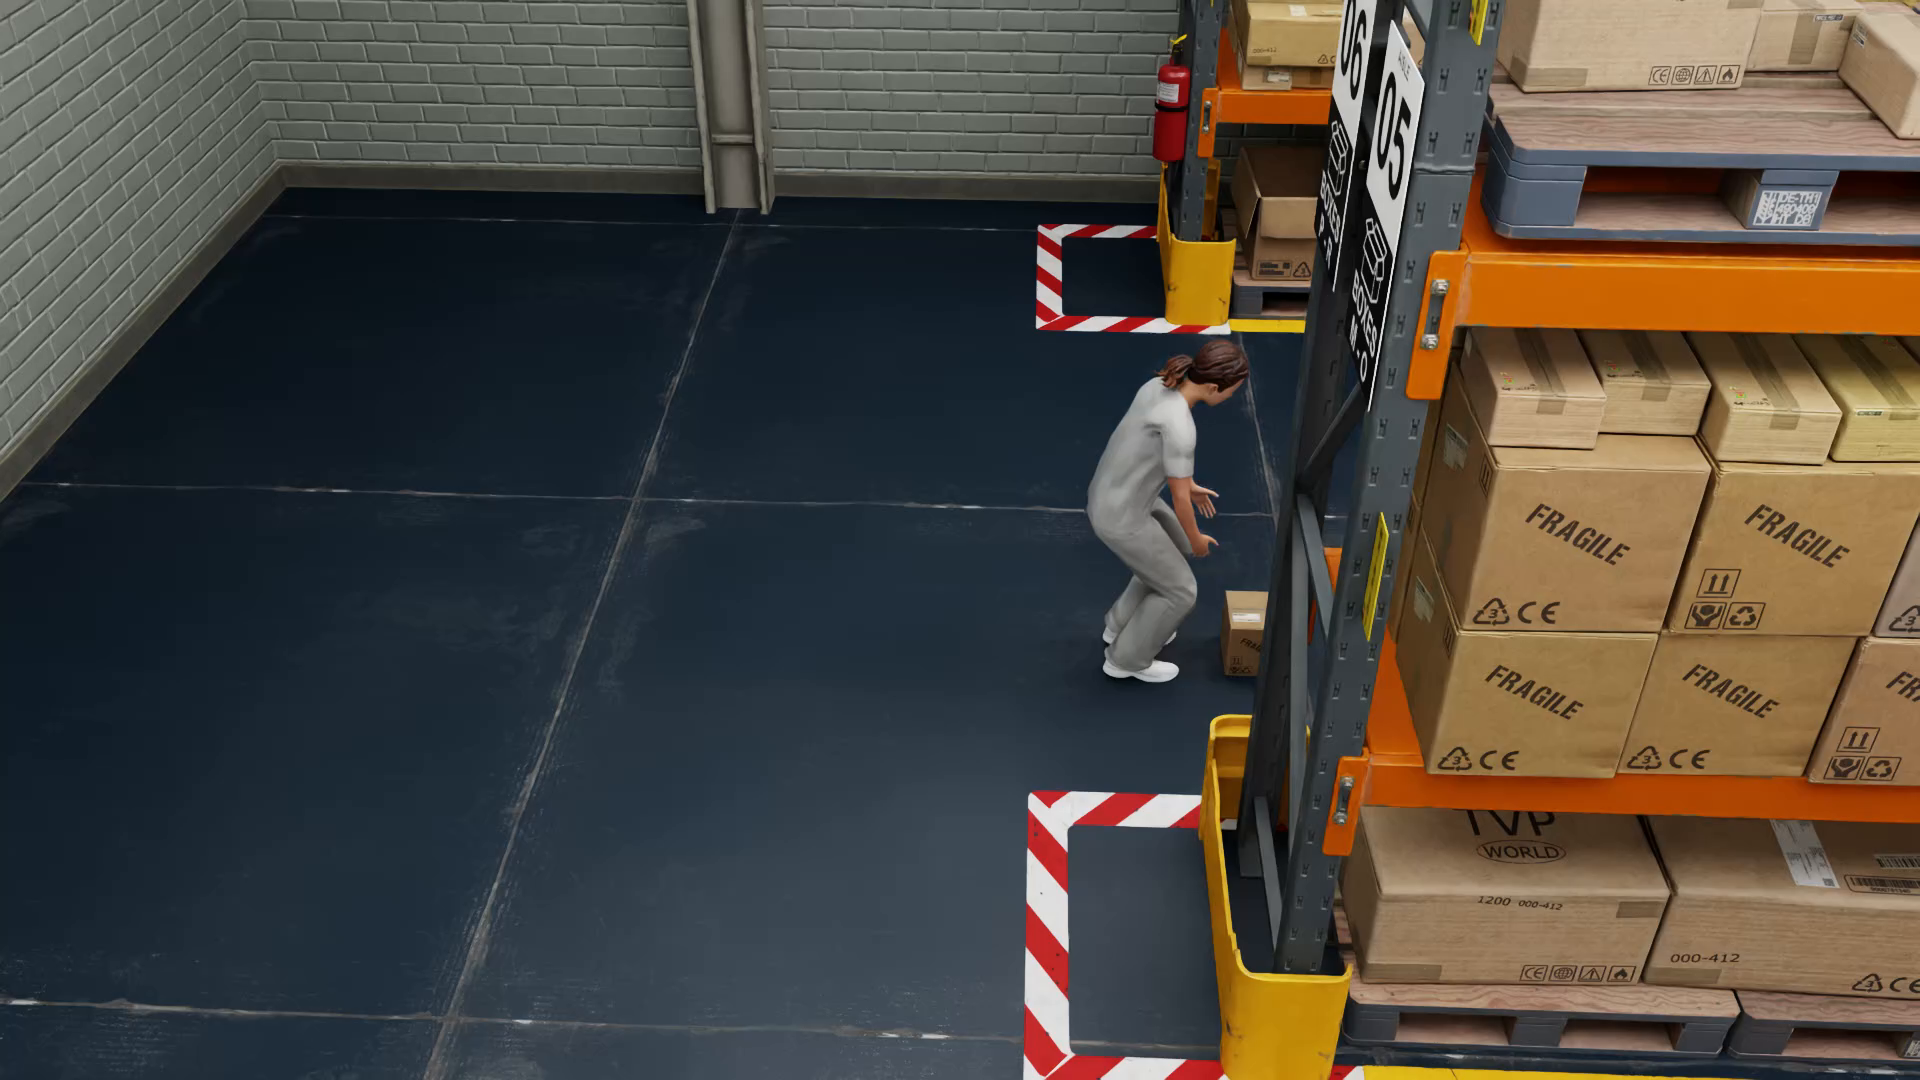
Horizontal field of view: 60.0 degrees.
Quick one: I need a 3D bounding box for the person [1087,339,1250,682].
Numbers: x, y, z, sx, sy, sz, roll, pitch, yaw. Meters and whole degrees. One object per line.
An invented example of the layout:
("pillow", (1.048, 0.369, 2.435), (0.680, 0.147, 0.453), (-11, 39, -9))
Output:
("person", (0.784, -0.130, 6.511), (0.572, 1.469, 0.487), (2, 36, 2))
